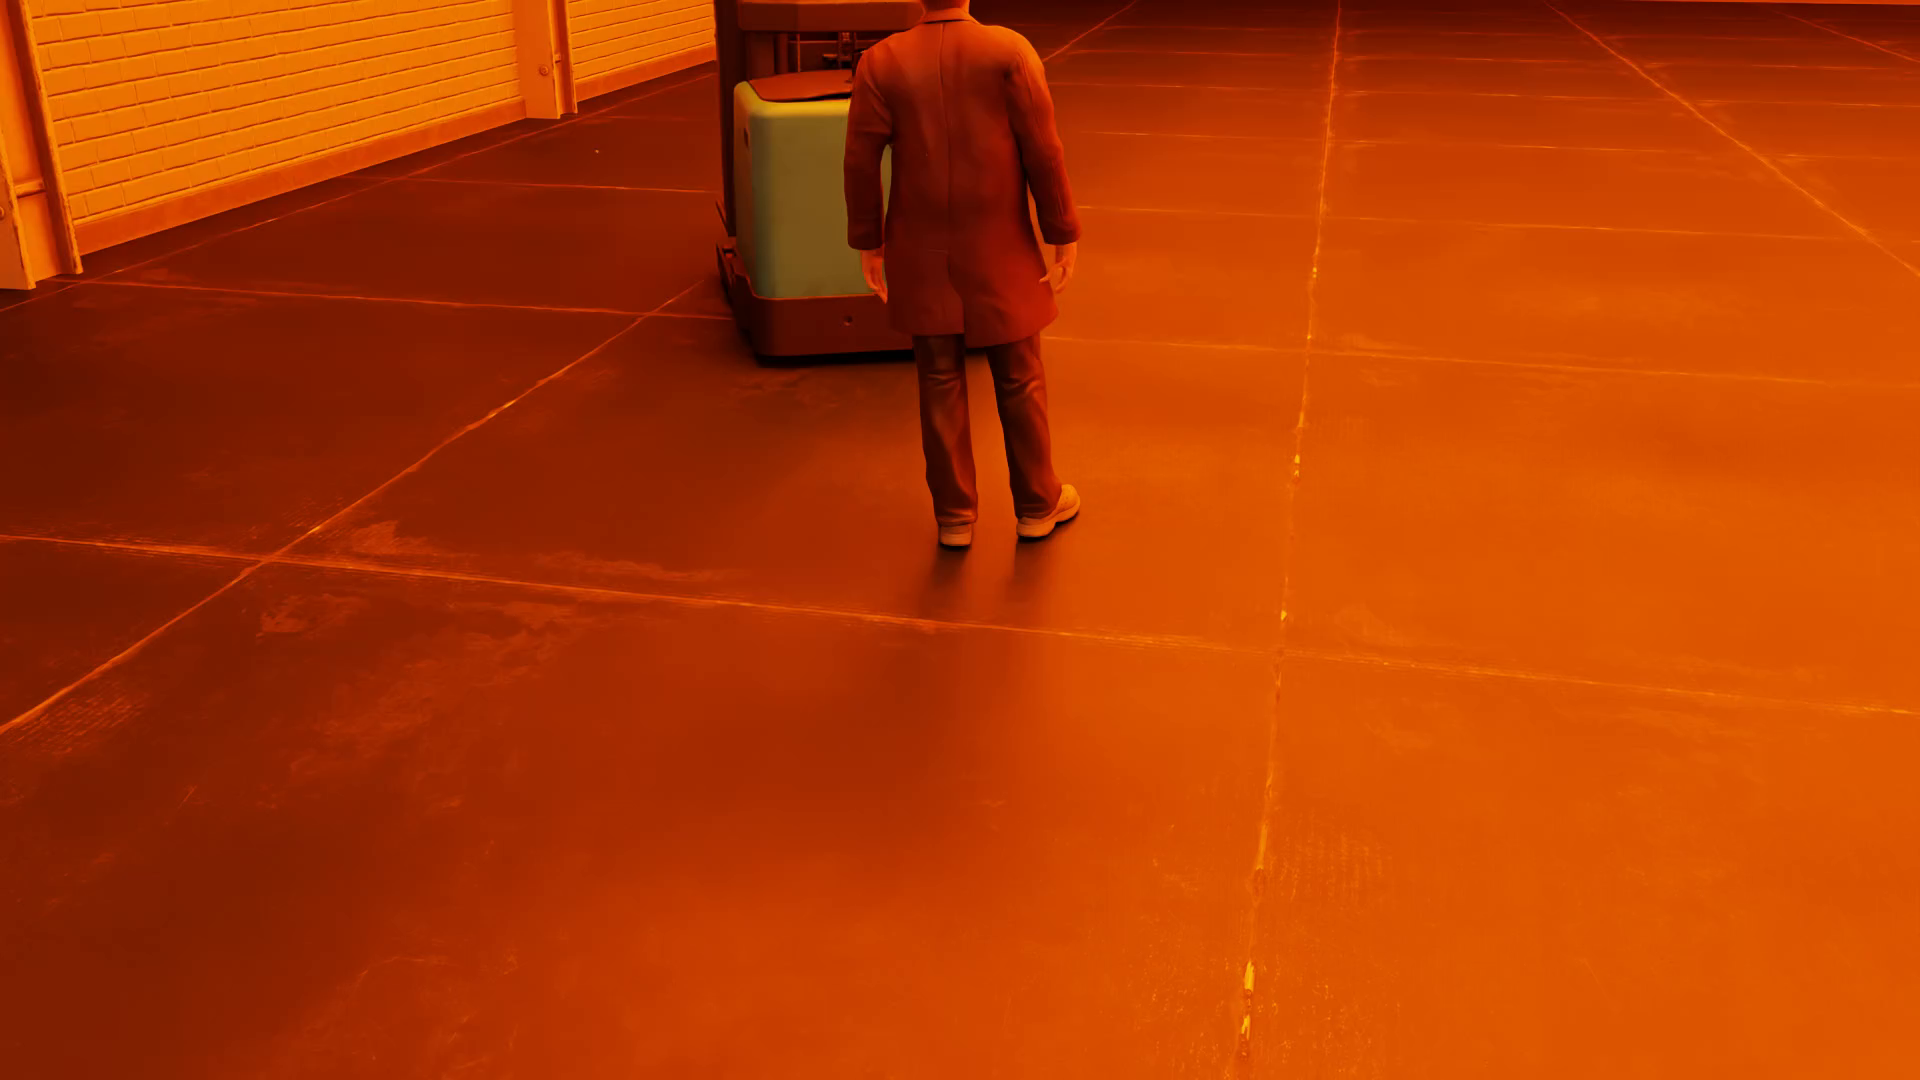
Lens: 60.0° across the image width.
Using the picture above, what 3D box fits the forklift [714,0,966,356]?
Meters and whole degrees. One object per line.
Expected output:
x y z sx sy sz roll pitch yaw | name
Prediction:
-0.617 -2.633 7.723 1.130 2.935 3.031 -4 23 -11 | forklift

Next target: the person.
0.024 -0.863 4.891 0.696 1.775 0.582 5 23 11 | person
